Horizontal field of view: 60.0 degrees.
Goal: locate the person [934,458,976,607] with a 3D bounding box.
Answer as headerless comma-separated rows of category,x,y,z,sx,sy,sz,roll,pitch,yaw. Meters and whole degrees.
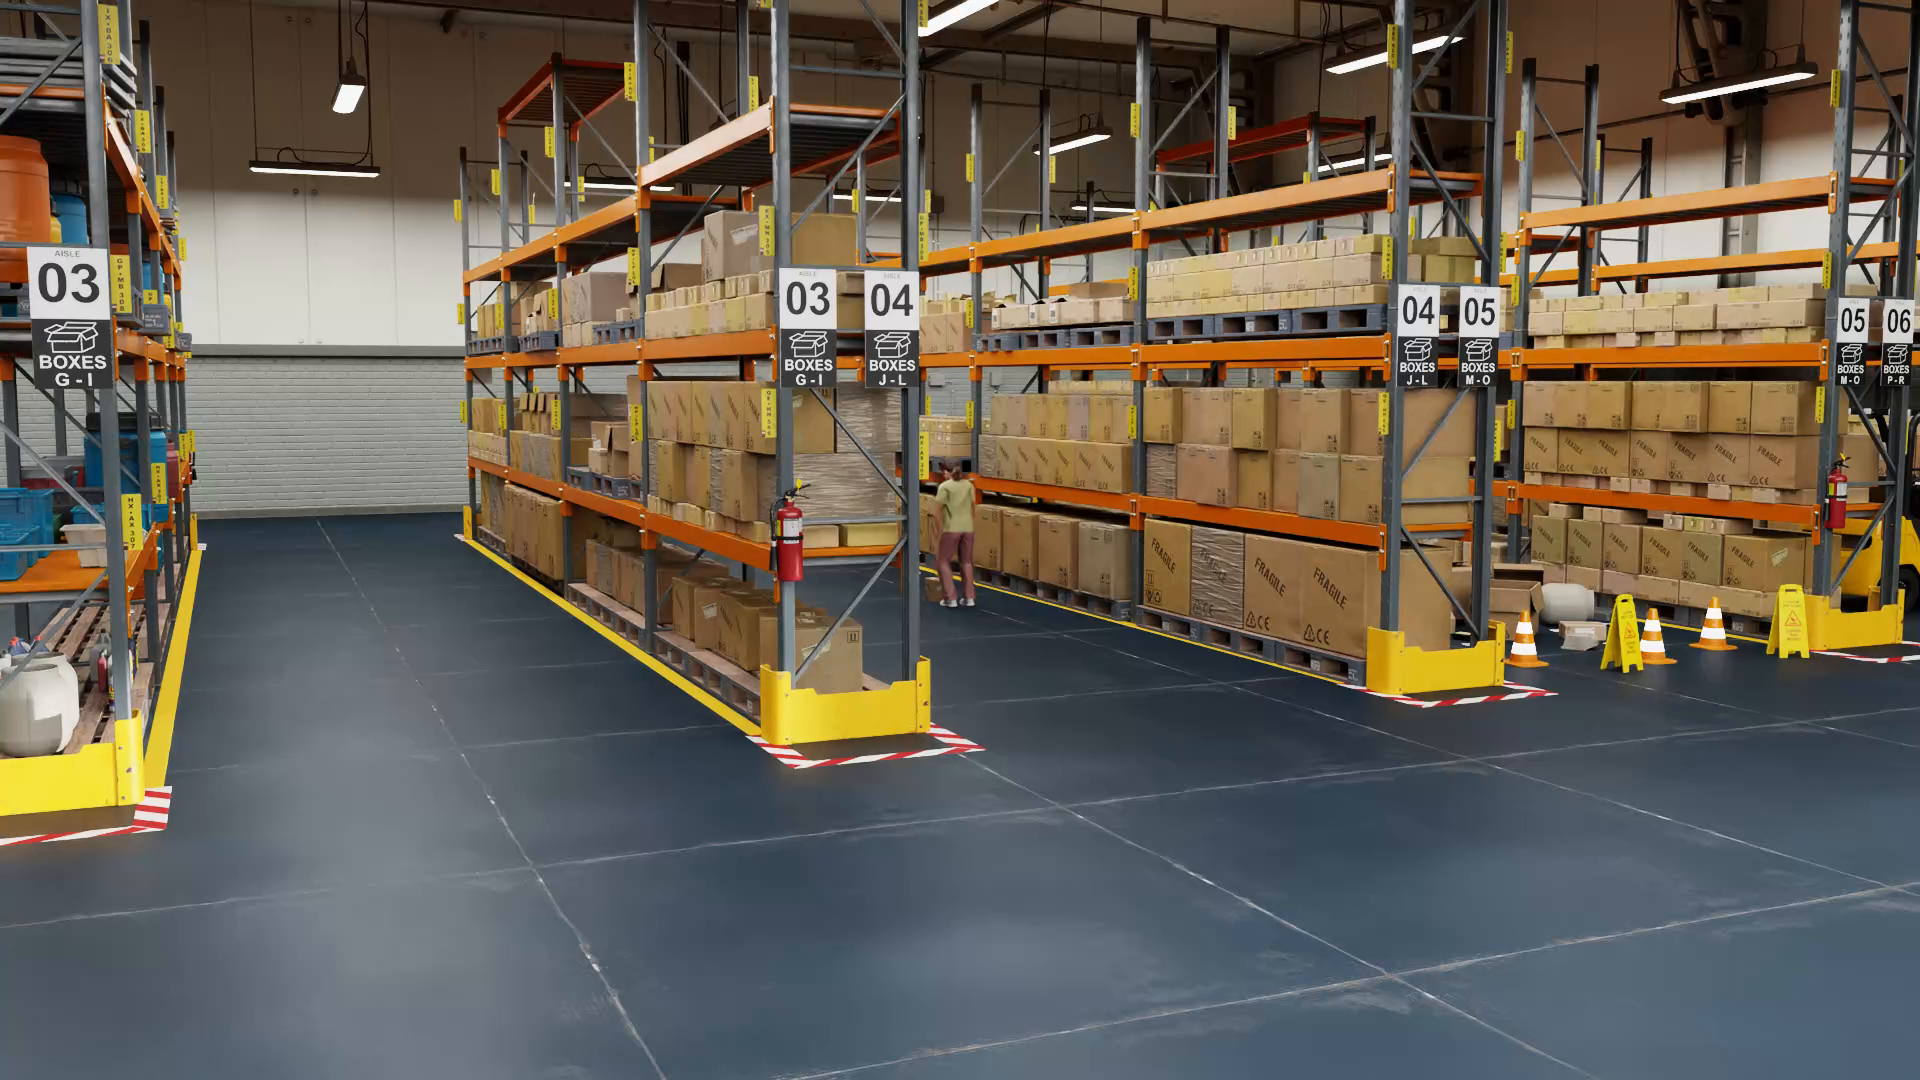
person,-0.062,-0.060,18.144,0.474,1.579,0.406,-2,6,-22
